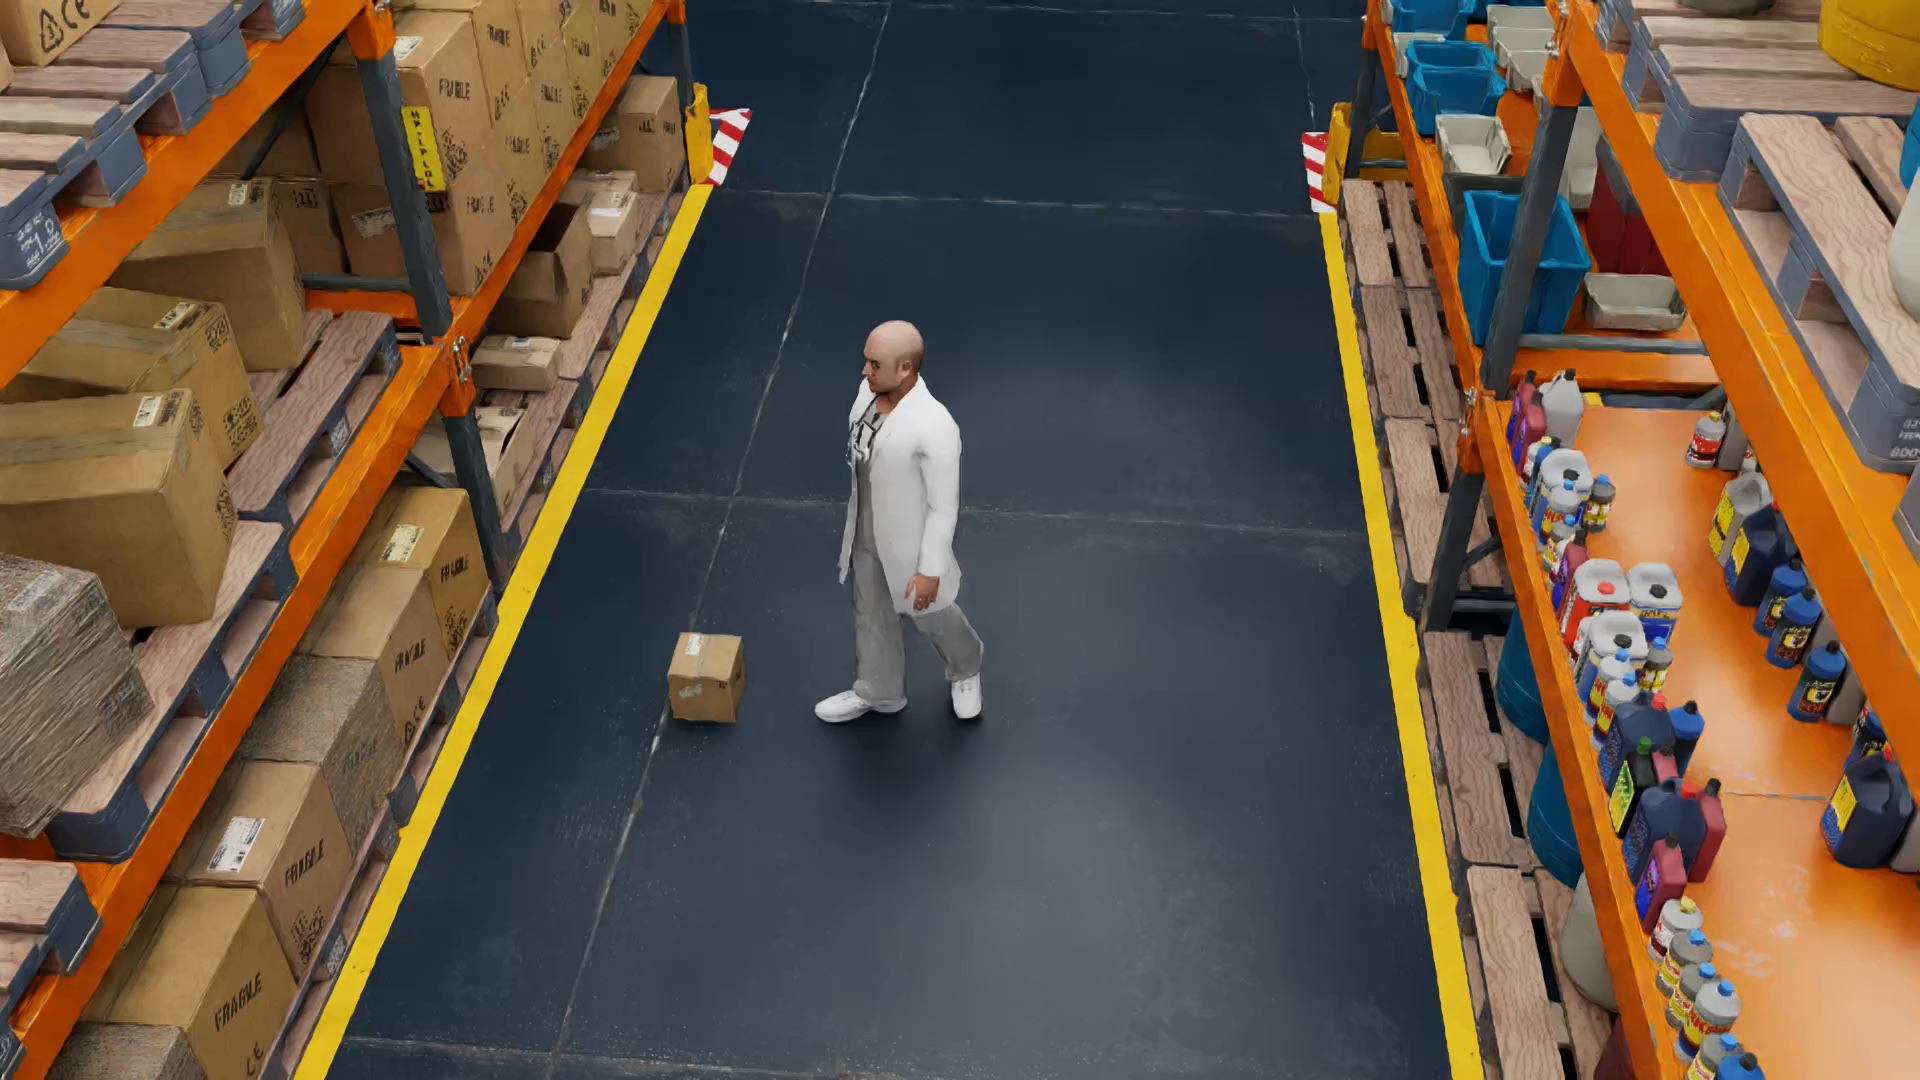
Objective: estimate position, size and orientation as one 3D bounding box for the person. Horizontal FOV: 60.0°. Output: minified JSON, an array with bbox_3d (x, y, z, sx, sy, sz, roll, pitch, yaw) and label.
[{"bbox_3d":[-0.213,-0.033,6.203,0.709,1.775,0.669,-26,46,-28],"label":"person"}]
